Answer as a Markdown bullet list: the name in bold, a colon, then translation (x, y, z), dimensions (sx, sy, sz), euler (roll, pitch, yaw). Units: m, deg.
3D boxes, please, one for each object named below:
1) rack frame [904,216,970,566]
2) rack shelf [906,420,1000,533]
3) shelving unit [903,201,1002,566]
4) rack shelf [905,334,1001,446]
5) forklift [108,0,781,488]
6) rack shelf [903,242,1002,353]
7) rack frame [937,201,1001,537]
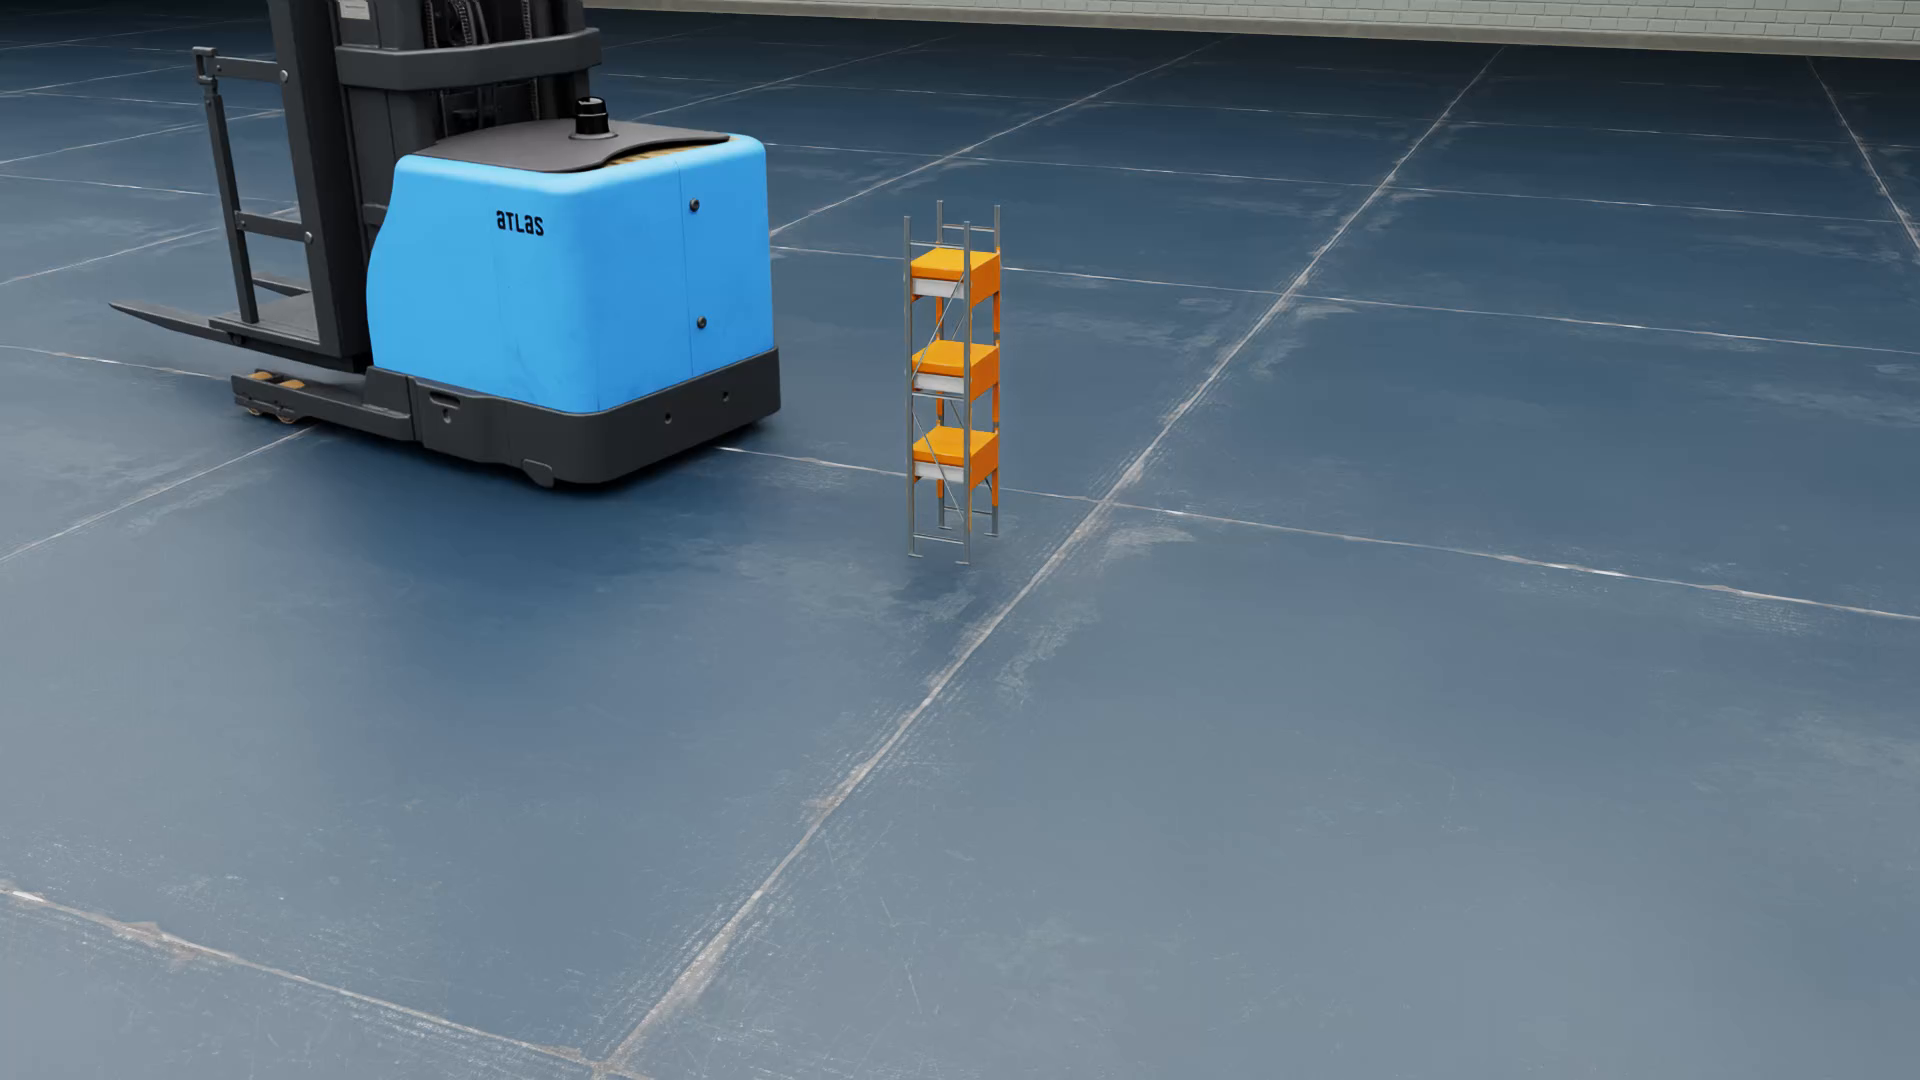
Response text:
- **rack frame**: translation (-0.065, -0.422, 4.897), dimensions (0.200, 1.050, 0.008), euler (9, 24, 20)
- **rack shelf**: translation (-0.020, -0.199, 5.113), dimensions (0.215, 0.259, 0.240), euler (9, 24, 20)
- **shelving unit**: translation (-0.020, -0.465, 5.002), dimensions (0.215, 1.050, 0.252), euler (9, 24, 20)
- **rack shelf**: translation (-0.020, -0.456, 5.006), dimensions (0.215, 0.259, 0.240), euler (9, 24, 20)
- **forklift**: translation (-2.186, -1.945, 6.103), dimensions (3.031, 2.935, 1.130), euler (14, 27, 30)
- **rack shelf**: translation (-0.020, -0.717, 4.897), dimensions (0.215, 0.259, 0.240), euler (9, 24, 20)
- **rack frame**: translation (0.025, -0.509, 5.106), dimensions (0.200, 1.050, 0.008), euler (9, 24, 20)
